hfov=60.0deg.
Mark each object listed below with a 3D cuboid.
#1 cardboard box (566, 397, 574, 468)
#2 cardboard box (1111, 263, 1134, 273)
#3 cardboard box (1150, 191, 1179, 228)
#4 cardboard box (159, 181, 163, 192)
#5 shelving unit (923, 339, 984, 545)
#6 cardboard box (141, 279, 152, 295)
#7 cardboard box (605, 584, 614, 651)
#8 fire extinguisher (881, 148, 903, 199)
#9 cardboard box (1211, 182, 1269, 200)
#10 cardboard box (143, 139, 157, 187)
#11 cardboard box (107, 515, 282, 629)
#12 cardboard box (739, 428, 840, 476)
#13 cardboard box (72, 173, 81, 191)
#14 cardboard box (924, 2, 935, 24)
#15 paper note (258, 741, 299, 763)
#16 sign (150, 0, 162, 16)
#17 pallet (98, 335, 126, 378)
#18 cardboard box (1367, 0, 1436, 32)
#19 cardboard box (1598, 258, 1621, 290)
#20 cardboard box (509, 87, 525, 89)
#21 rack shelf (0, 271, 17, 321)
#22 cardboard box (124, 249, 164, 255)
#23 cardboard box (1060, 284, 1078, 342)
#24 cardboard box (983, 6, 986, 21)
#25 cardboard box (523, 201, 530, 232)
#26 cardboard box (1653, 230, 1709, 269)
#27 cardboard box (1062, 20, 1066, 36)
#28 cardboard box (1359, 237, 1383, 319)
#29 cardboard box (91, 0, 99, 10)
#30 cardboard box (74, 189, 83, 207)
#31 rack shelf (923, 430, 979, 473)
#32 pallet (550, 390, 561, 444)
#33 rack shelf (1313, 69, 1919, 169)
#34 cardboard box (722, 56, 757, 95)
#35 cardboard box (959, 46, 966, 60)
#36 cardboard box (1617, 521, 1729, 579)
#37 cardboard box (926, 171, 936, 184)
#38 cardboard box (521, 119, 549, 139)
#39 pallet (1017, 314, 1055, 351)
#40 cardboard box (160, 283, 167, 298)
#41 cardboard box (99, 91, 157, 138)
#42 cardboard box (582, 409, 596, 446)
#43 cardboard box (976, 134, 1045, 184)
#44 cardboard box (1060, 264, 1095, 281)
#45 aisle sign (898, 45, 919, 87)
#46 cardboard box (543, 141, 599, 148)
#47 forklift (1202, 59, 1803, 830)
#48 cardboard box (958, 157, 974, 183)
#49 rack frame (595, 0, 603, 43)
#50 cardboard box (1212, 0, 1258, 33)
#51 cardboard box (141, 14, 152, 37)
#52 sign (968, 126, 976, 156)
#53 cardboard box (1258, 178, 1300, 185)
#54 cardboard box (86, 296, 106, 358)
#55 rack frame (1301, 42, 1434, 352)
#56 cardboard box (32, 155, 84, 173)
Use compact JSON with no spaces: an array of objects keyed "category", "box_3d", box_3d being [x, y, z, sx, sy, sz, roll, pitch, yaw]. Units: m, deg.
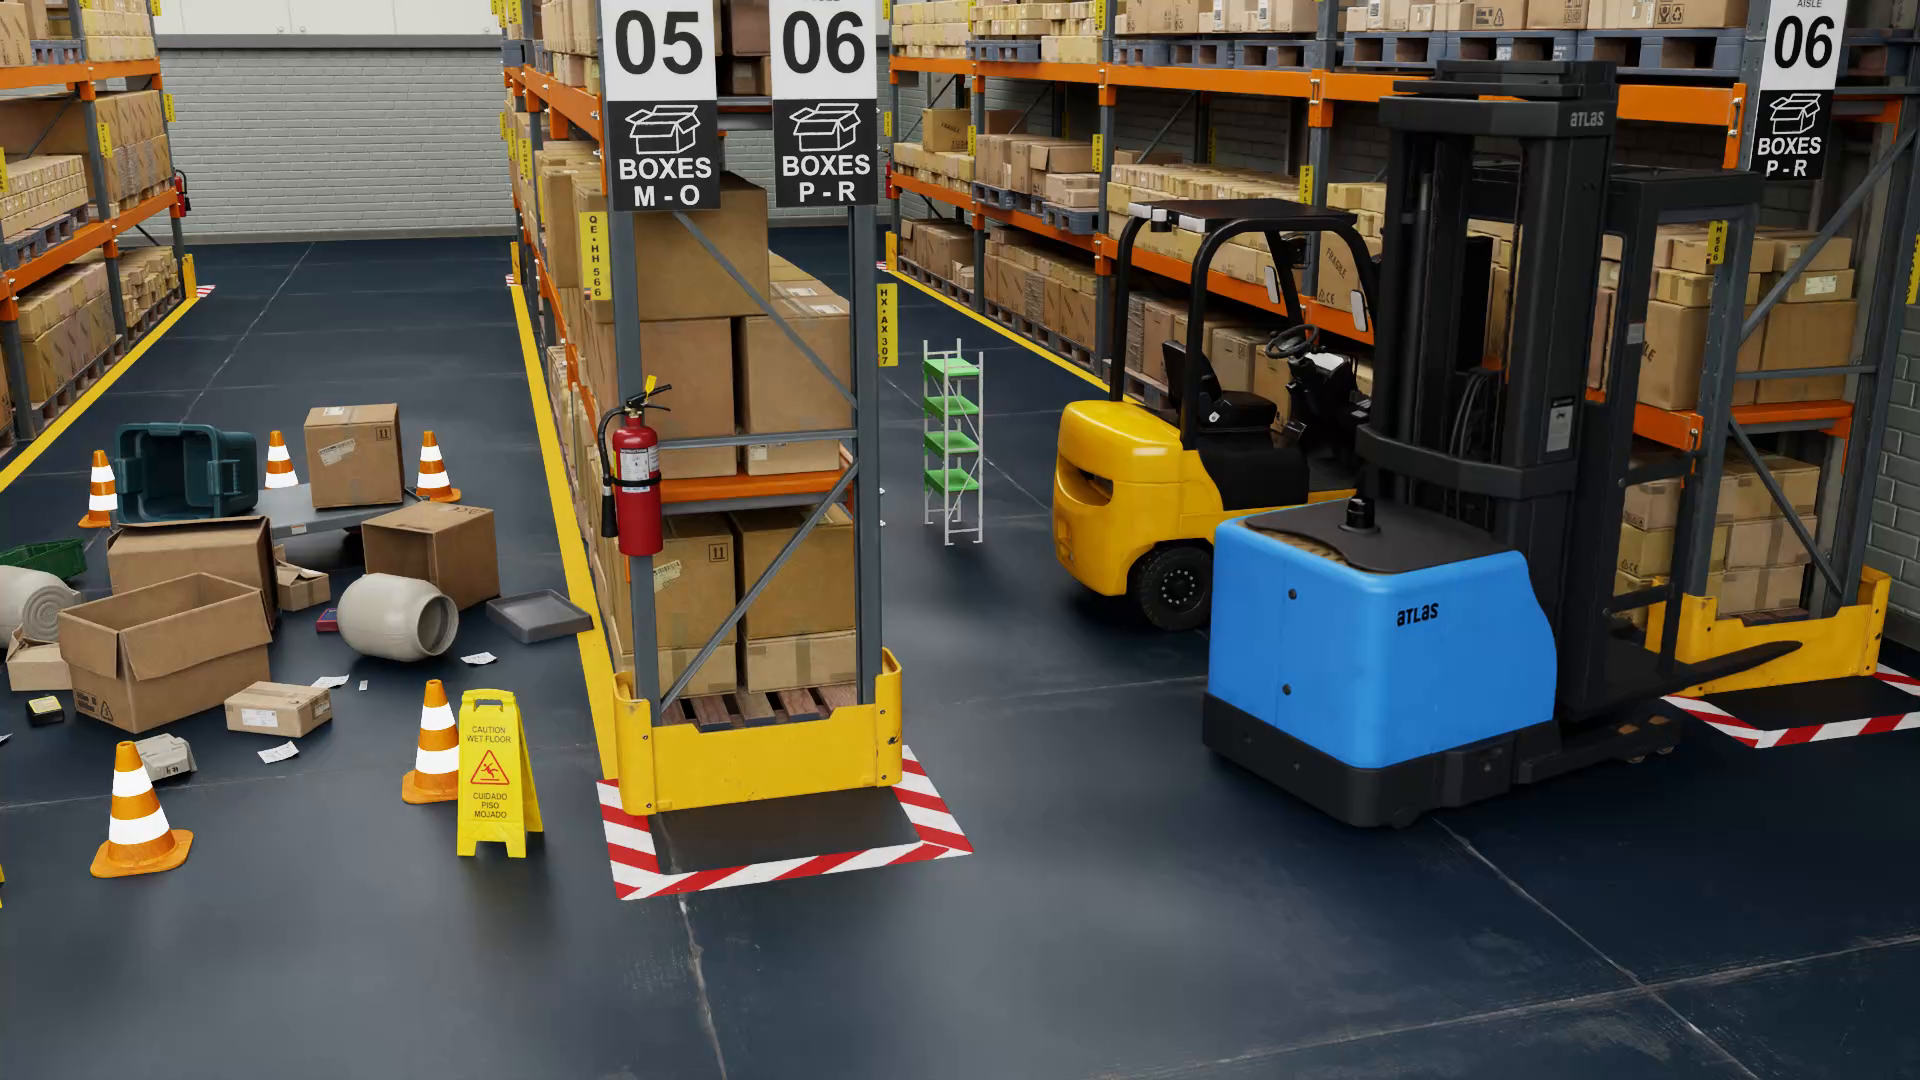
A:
[{"category":"cardboard box","box_3d":[-2.264,-0.781,11.675,0.950,0.372,0.625,-4,17,-12]},{"category":"cardboard box","box_3d":[1.734,-2.699,16.709,0.380,0.149,0.250,-6,18,-18]},{"category":"cardboard box","box_3d":[1.906,-2.735,13.735,0.500,0.250,0.500,-5,17,-17]},{"category":"cardboard box","box_3d":[-9.553,-4.135,19.439,0.380,0.149,0.250,-5,17,-15]},{"category":"shelving unit","box_3d":[-0.046,-0.620,10.432,0.258,1.200,0.503,-5,17,-15]},{"category":"cardboard box","box_3d":[-9.029,-2.747,18.092,0.380,0.149,0.250,-5,17,-16]},{"category":"cardboard box","box_3d":[-1.433,0.381,8.018,0.500,0.250,0.500,-5,17,-15]},{"category":"fire extinguisher","box_3d":[-0.928,-4.996,22.652,0.296,0.674,0.183,-5,17,-15]},{"category":"cardboard box","box_3d":[2.168,-2.675,12.841,0.380,0.149,0.250,-5,17,-15]},{"category":"cardboard box","box_3d":[-9.290,-4.199,18.525,0.500,0.500,0.500,-5,17,-15]},{"category":"cardboard box","box_3d":[-3.999,0.199,8.680,0.797,0.637,0.503,-5,17,-15]},{"category":"cardboard box","box_3d":[-0.712,-0.378,6.934,0.380,0.149,0.250,-5,17,-15]},{"category":"cardboard box","box_3d":[-8.474,-3.344,15.561,0.380,0.149,0.250,-5,17,-15]},{"category":"cardboard box","box_3d":[-0.140,-6.391,20.175,0.500,0.250,0.500,-4,17,-14]},{"category":"paper note","box_3d":[-2.991,0.930,7.304,0.148,0.019,0.142,-12,20,-34]},{"category":"sign","box_3d":[-9.407,-6.294,19.437,0.100,0.325,0.005,-5,17,-15]},{"category":"pallet","box_3d":[-8.632,-1.737,15.869,1.003,0.211,1.213,-5,17,-15]},{"category":"cardboard box","box_3d":[2.849,-3.282,10.200,0.500,0.311,0.500,-4,17,-14]},{"category":"cardboard box","box_3d":[3.478,-1.359,8.460,0.380,0.149,0.250,-4,17,-14]},{"category":"cardboard box","box_3d":[-5.383,-5.531,20.612,0.380,0.149,0.250,-4,17,-14]},{"category":"rack shelf","box_3d":[-7.198,-1.284,10.763,1.077,0.370,4.000,-5,17,-15]},{"category":"cardboard box","box_3d":[-9.543,-3.315,19.465,0.380,0.149,0.250,-4,17,-14]},{"category":"cardboard box","box_3d":[1.305,-2.238,16.302,0.500,0.500,0.500,-5,17,-16]},{"category":"cardboard box","box_3d":[0.458,-5.623,17.760,0.380,0.149,0.250,-4,17,-14]},{"category":"cardboard box","box_3d":[-3.850,-3.068,15.712,0.500,0.250,0.500,-5,17,-16]},{"category":"cardboard box","box_3d":[3.555,-1.431,8.183,0.380,0.149,0.250,-5,17,-15]},{"category":"cardboard box","box_3d":[1.196,-4.915,15.955,0.380,0.149,0.250,-5,17,-15]},{"category":"cardboard box","box_3d":[2.885,-1.650,10.556,0.500,0.500,0.500,-4,17,-14]},{"category":"cardboard box","box_3d":[-8.888,-5.401,16.704,0.380,0.149,0.250,-5,17,-17]},{"category":"cardboard box","box_3d":[-8.475,-3.203,15.607,0.380,0.149,0.250,-5,17,-15]},{"category":"rack shelf","box_3d":[-0.046,-0.559,10.450,0.258,0.148,0.480,-5,17,-15]},{"category":"pallet","box_3d":[-2.803,-1.049,13.578,1.003,0.211,1.213,-5,17,-15]},{"category":"rack shelf","box_3d":[3.405,-2.427,9.354,1.077,0.370,4.000,-5,17,-15]},{"category":"cardboard box","box_3d":[-0.755,-1.887,6.744,0.380,0.149,0.250,-5,18,-17]},{"category":"cardboard box","box_3d":[0.209,-5.561,18.975,0.380,0.149,0.250,-5,17,-15]},{"category":"cardboard box","box_3d":[3.520,-0.015,8.469,0.500,0.250,0.500,-5,17,-16]},{"category":"cardboard box","box_3d":[-0.218,-4.543,20.798,0.380,0.149,0.250,-4,17,-14]},{"category":"cardboard box","box_3d":[-3.821,-3.670,15.543,0.500,0.500,0.500,-5,17,-16]},{"category":"pallet","box_3d":[1.255,-2.205,17.427,1.003,0.211,1.213,-5,17,-15]},{"category":"cardboard box","box_3d":[-9.232,-2.825,18.869,0.380,0.149,0.250,-6,18,-18]},{"category":"cardboard box","box_3d":[-9.442,-4.817,18.844,0.500,0.500,0.500,-5,18,-17]},{"category":"cardboard box","box_3d":[-1.818,-0.608,8.882,0.380,0.149,0.250,-4,17,-12]},{"category":"cardboard box","box_3d":[0.574,-4.198,18.311,0.700,0.500,0.500,-4,17,-14]},{"category":"cardboard box","box_3d":[1.213,-2.652,16.553,0.380,0.149,0.250,-4,17,-14]},{"category":"aisle sign","box_3d":[-0.744,-6.448,22.185,0.394,0.787,0.004,-5,17,-15]},{"category":"cardboard box","box_3d":[-2.004,-2.025,9.550,0.700,0.500,0.500,-5,17,-16]},{"category":"forklift","box_3d":[2.590,-0.554,7.202,3.031,2.935,1.130,-10,19,-29]},{"category":"cardboard box","box_3d":[0.282,-4.293,19.274,0.500,0.250,0.500,-4,17,-14]},{"category":"rack frame","box_3d":[-0.817,-3.261,5.667,1.000,3.000,0.127,-5,17,-15]},{"category":"cardboard box","box_3d":[2.211,-3.924,12.339,0.500,0.311,0.500,-5,18,-17]},{"category":"cardboard box","box_3d":[-9.575,-5.891,19.029,0.500,0.250,0.500,-5,18,-17]},{"category":"sign","box_3d":[0.137,-4.470,18.616,0.100,0.325,0.005,-5,17,-15]},{"category":"cardboard box","box_3d":[2.590,-2.786,13.212,0.380,0.149,0.250,-5,17,-15]},{"category":"cardboard box","box_3d":[-8.261,-1.965,15.396,0.500,0.500,0.500,-5,17,-17]},{"category":"rack frame","box_3d":[2.855,-1.888,11.523,1.000,3.000,0.127,-5,17,-15]},{"category":"cardboard box","box_3d":[-8.549,-3.558,15.756,0.380,0.149,0.250,-4,17,-13]}]
